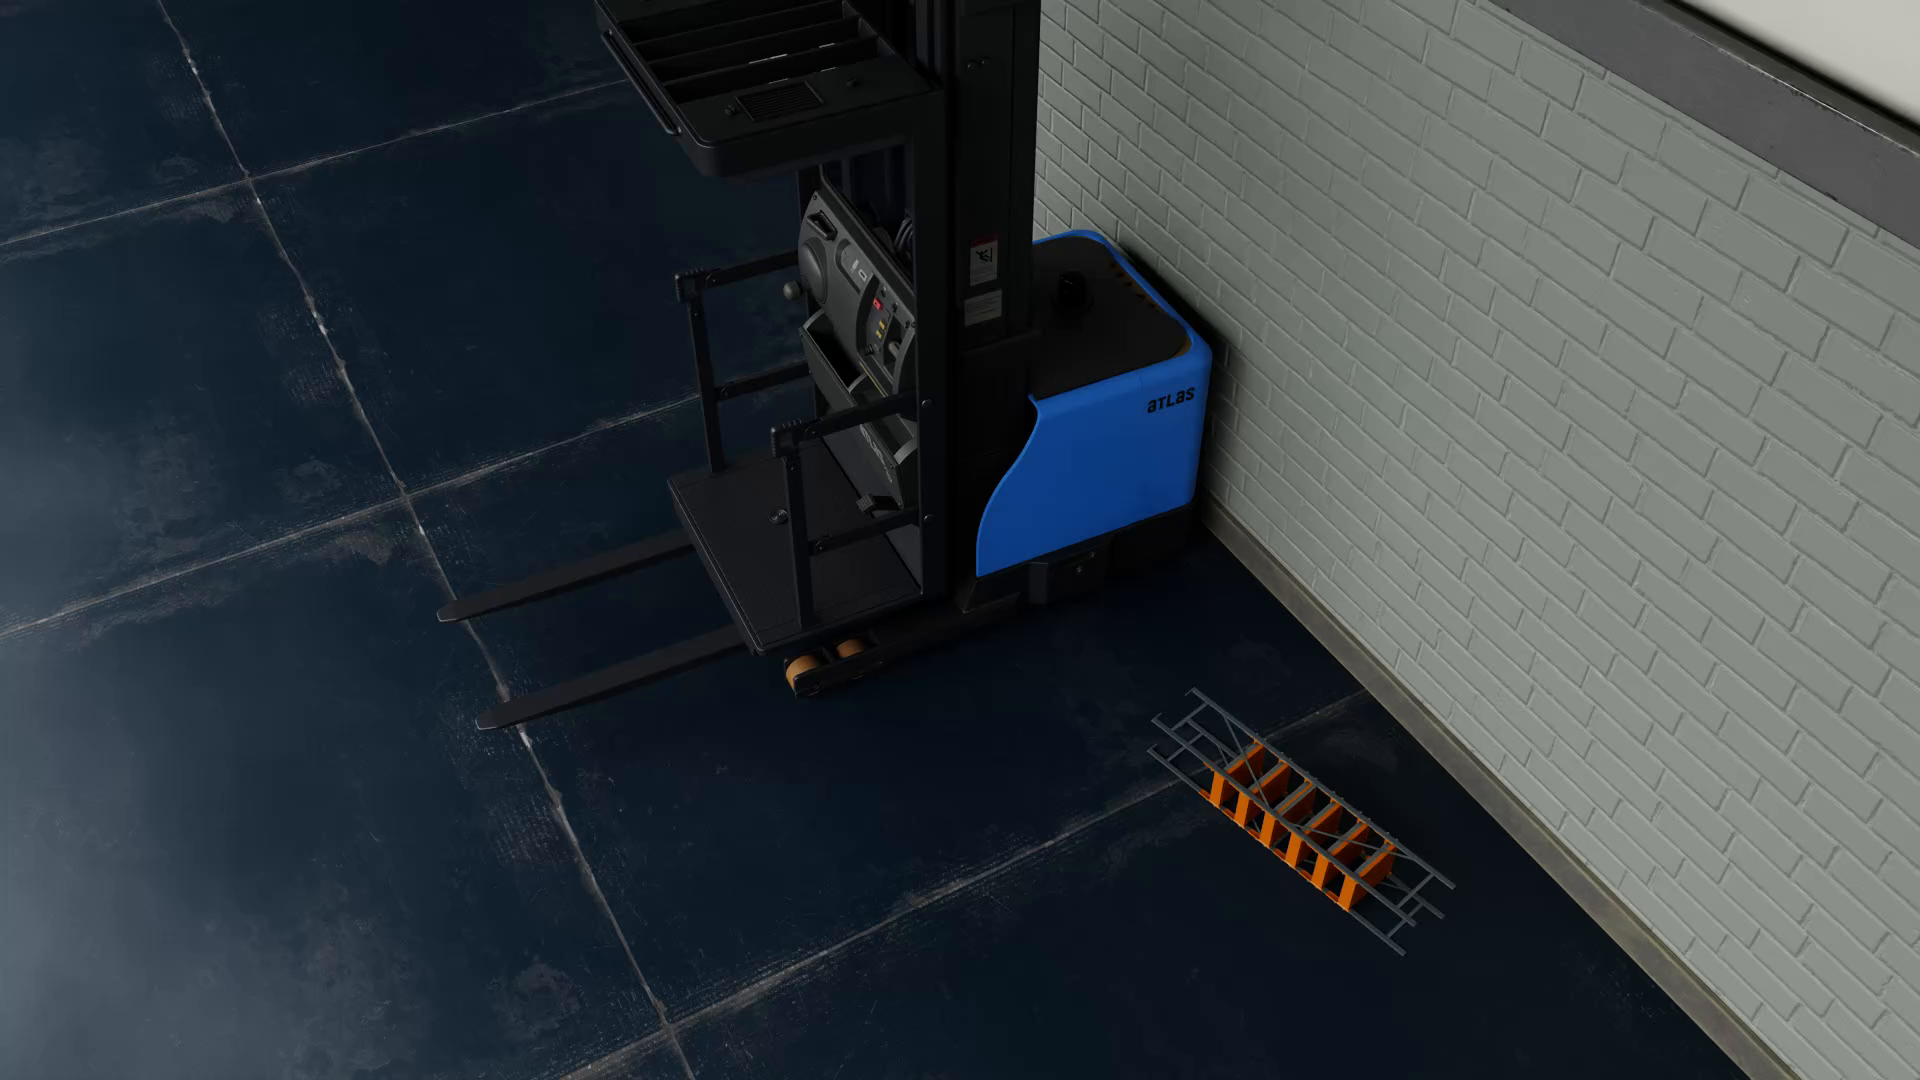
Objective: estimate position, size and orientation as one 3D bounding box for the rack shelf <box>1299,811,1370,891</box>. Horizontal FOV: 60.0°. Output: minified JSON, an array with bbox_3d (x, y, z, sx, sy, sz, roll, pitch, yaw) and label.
[{"bbox_3d":[1.338,1.096,5.911,0.258,0.180,0.103,-32,53,-29],"label":"rack shelf"}]

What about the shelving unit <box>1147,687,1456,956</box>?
[{"bbox_3d":[1.206,0.994,6.014,0.258,0.189,1.200,-32,53,-29],"label":"shelving unit"}]

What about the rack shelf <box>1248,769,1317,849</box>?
[{"bbox_3d":[1.176,0.971,6.038,0.258,0.180,0.103,-32,53,-29],"label":"rack shelf"}]

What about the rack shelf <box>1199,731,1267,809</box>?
[{"bbox_3d":[1.015,0.846,6.164,0.258,0.180,0.103,-32,53,-29],"label":"rack shelf"}]

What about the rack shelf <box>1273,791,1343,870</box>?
[{"bbox_3d":[1.257,1.033,5.975,0.258,0.180,0.103,-32,53,-29],"label":"rack shelf"}]

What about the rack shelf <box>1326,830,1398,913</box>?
[{"bbox_3d":[1.419,1.158,5.848,0.258,0.180,0.103,-32,53,-29],"label":"rack shelf"}]

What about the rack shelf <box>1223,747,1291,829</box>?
[{"bbox_3d":[1.096,0.909,6.101,0.258,0.180,0.103,-32,53,-29],"label":"rack shelf"}]

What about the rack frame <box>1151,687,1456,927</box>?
[{"bbox_3d":[1.207,0.929,5.950,0.240,0.006,1.200,-32,53,-29],"label":"rack frame"}]

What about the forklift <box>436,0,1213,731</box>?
[{"bbox_3d":[-0.562,-0.861,5.962,3.031,2.935,1.130,-19,47,-18],"label":"forklift"}]

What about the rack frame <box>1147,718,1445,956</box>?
[{"bbox_3d":[1.206,1.059,6.078,0.240,0.006,1.200,-32,53,-29],"label":"rack frame"}]
